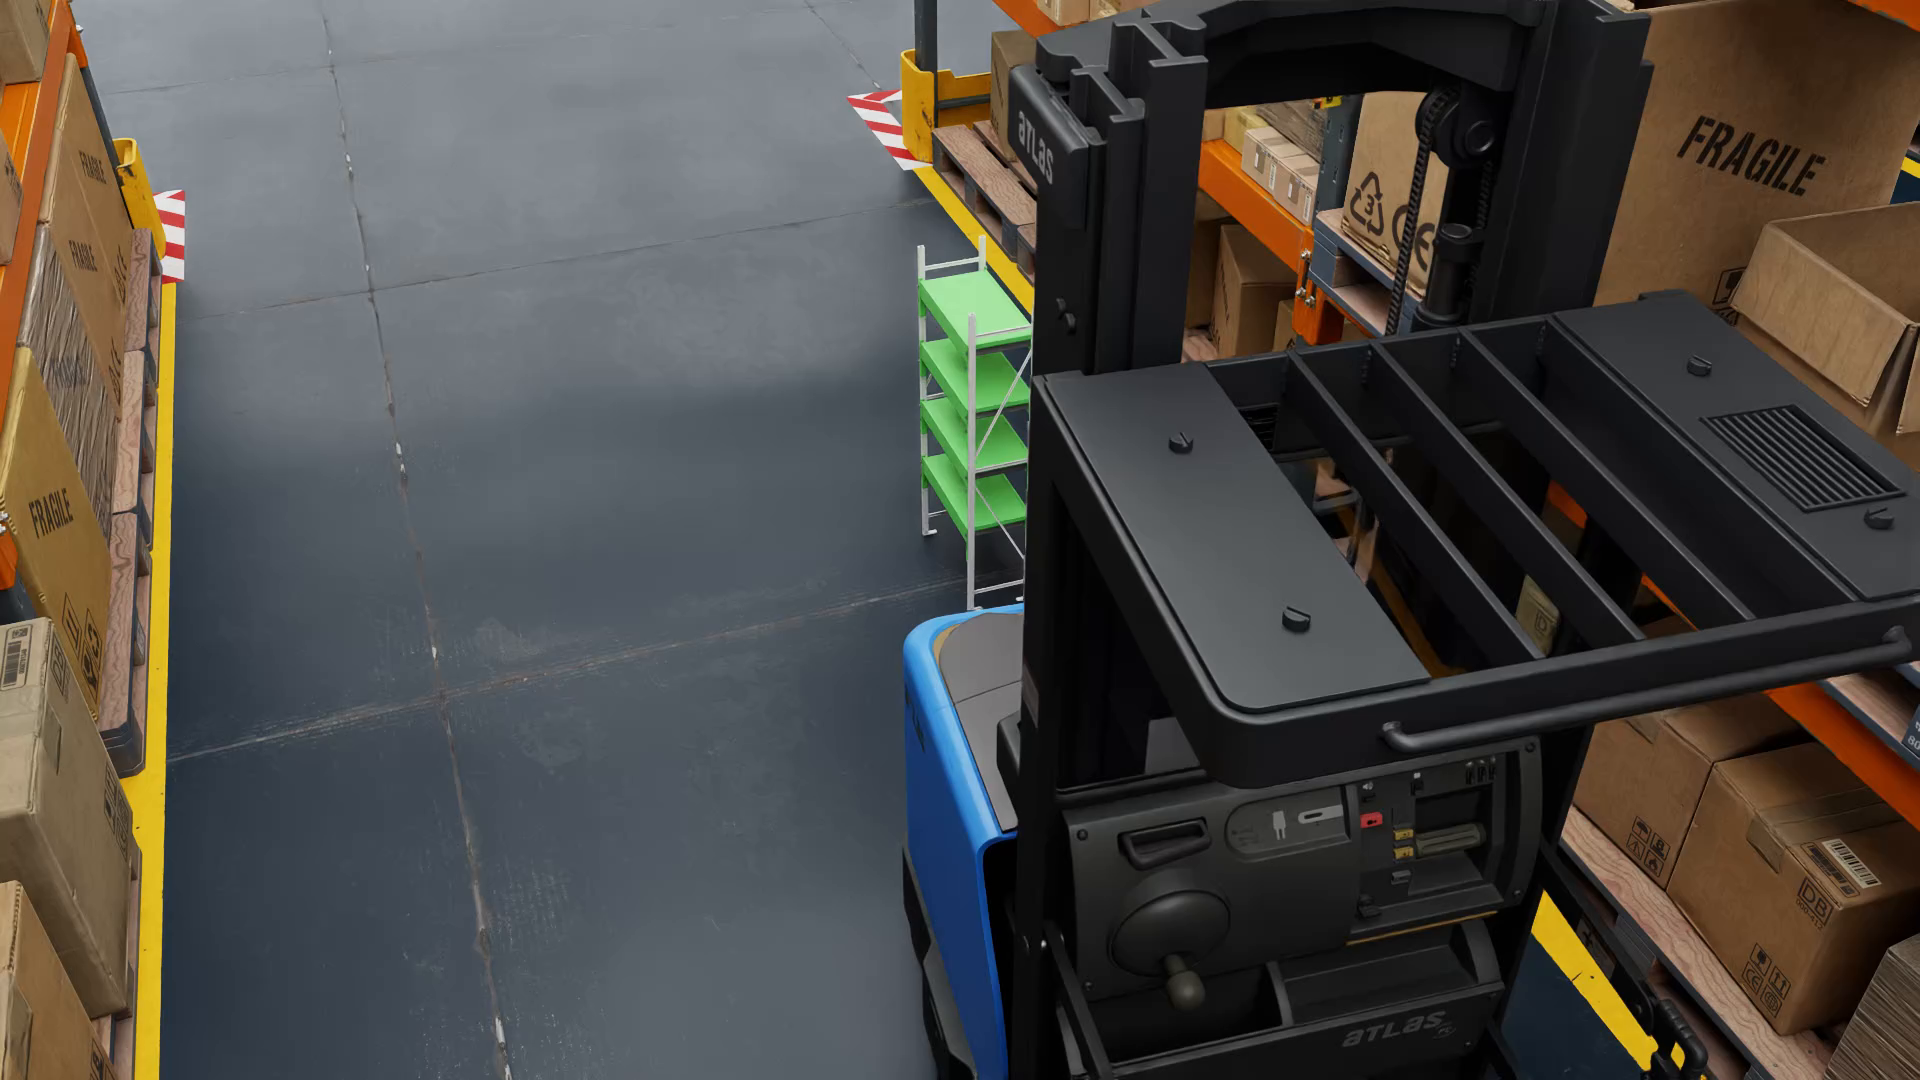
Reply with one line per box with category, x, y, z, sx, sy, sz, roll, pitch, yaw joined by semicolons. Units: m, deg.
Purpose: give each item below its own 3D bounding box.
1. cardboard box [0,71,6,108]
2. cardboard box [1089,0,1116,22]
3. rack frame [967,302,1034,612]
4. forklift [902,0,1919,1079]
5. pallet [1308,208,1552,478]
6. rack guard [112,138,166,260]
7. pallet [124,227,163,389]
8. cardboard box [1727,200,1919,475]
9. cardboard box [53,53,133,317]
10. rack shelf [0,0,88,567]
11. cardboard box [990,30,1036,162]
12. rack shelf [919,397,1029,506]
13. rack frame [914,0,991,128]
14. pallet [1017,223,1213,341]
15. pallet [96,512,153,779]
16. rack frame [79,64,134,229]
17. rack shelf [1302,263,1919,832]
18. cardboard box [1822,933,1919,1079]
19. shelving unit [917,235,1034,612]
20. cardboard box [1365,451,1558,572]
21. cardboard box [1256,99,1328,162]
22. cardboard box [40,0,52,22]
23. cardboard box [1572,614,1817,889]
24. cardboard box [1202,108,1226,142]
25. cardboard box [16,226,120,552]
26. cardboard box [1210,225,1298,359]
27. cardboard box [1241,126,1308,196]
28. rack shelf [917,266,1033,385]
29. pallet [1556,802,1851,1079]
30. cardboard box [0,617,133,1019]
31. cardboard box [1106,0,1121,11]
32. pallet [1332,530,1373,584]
cardboard box;-3.988;-1.718;5.913;0.875;0.550;0.550;-12;39;-16
cardboard box;0.759;-2.185;6.866;0.380;0.149;0.250;-12;39;-16
rack frame;0.141;-0.248;5.582;0.240;1.200;0.015;-12;39;-16
forklift;0.704;0.677;2.915;1.130;2.935;3.031;-9;38;-12
pallet;1.752;-0.679;4.817;1.003;0.211;1.213;-12;39;-16
rack guard;-4.451;-1.522;7.855;1.175;0.500;0.348;-12;39;-16
pallet;-4.095;-0.958;7.346;1.003;0.211;1.213;-12;39;-16
cardboard box;2.308;-0.466;3.941;0.797;0.503;0.637;-9;38;-11
cardboard box;-4.148;-1.457;7.108;0.875;0.875;0.875;-12;39;-16
rack shelf;-3.755;-1.090;5.802;1.077;0.370;4.000;-12;39;-16
cardboard box;0.448;-2.290;8.526;0.500;0.500;0.500;-6;37;-7
rack shelf;0.057;-0.335;5.803;0.258;0.148;0.480;-12;39;-16
rack frame;0.249;-3.477;8.373;1.000;3.000;0.127;-12;39;-16
pallet;0.937;-1.166;7.622;1.003;0.211;1.213;-12;39;-16
pallet;-3.255;0.421;5.516;1.003;0.211;1.213;-12;39;-16
rack frame;-4.443;-2.507;7.085;1.000;3.000;0.127;-12;39;-16
rack shelf;2.313;0.200;4.089;1.077;0.370;4.000;-12;39;-16
cardboard box;2.549;1.180;3.902;0.700;0.500;0.500;-16;40;-20
shelving unit;0.057;-0.386;5.765;0.258;1.200;0.503;-12;39;-16
cardboard box;1.816;-0.043;5.526;0.700;0.500;0.500;-15;40;-19
cardboard box;1.528;-1.643;5.608;0.875;0.500;0.500;-12;39;-16
cardboard box;-4.273;-2.367;6.774;0.875;0.550;0.550;-12;39;-16
cardboard box;2.156;0.546;4.744;0.700;0.500;0.500;-16;40;-20
cardboard box;0.978;-1.592;6.080;0.380;0.149;0.250;-12;39;-16
cardboard box;-3.531;-0.445;5.764;0.875;0.875;0.875;-12;39;-16
cardboard box;1.321;-0.943;6.737;0.500;0.500;0.500;-1;37;-1
cardboard box;1.198;-1.321;5.719;0.380;0.149;0.250;-12;39;-16
rack shelf;0.057;-0.718;5.515;0.258;0.148;0.480;-12;39;-16
pallet;2.318;1.026;4.712;1.003;0.211;1.213;-12;39;-16
cardboard box;-2.769;0.816;4.195;1.050;0.750;0.750;-13;39;-16
cardboard box;0.989;-2.485;6.726;0.875;0.500;0.500;-12;39;-16
pallet;1.894;0.336;5.628;1.003;0.211;1.213;-12;39;-16
